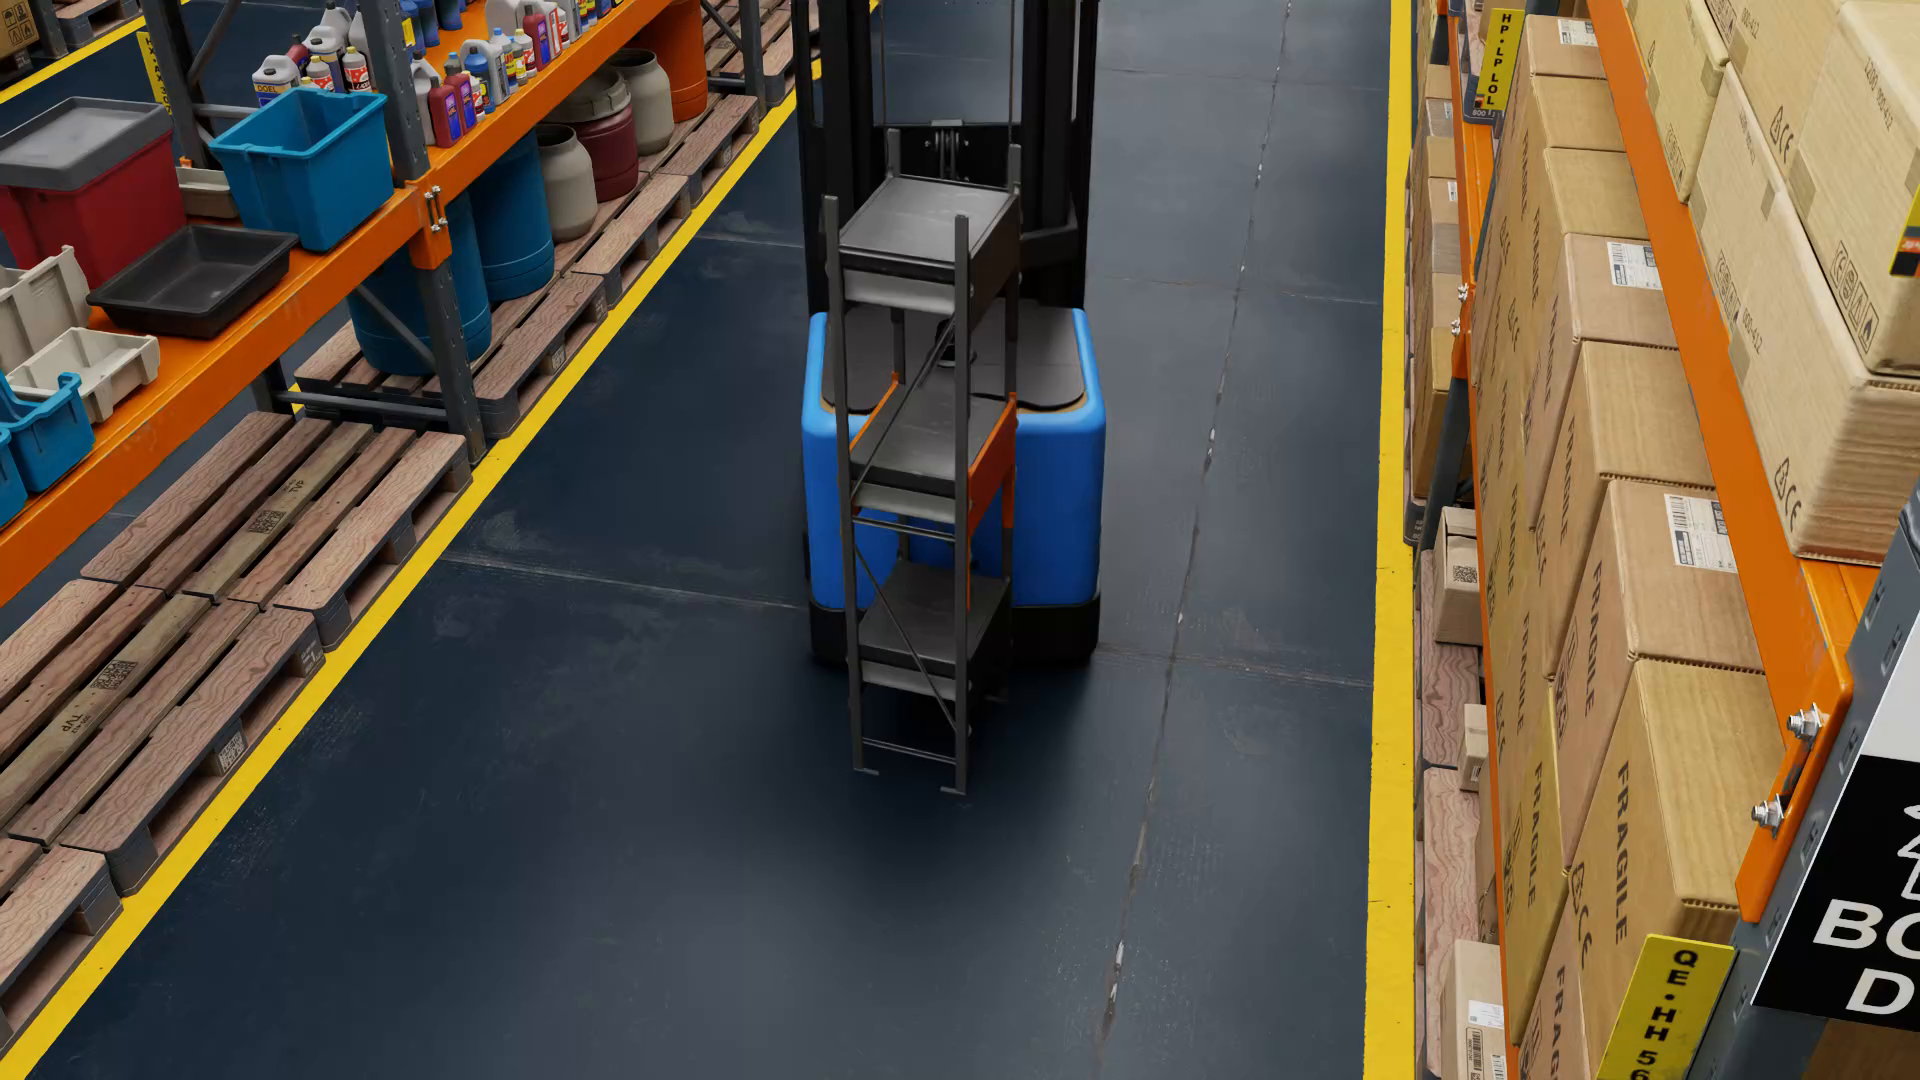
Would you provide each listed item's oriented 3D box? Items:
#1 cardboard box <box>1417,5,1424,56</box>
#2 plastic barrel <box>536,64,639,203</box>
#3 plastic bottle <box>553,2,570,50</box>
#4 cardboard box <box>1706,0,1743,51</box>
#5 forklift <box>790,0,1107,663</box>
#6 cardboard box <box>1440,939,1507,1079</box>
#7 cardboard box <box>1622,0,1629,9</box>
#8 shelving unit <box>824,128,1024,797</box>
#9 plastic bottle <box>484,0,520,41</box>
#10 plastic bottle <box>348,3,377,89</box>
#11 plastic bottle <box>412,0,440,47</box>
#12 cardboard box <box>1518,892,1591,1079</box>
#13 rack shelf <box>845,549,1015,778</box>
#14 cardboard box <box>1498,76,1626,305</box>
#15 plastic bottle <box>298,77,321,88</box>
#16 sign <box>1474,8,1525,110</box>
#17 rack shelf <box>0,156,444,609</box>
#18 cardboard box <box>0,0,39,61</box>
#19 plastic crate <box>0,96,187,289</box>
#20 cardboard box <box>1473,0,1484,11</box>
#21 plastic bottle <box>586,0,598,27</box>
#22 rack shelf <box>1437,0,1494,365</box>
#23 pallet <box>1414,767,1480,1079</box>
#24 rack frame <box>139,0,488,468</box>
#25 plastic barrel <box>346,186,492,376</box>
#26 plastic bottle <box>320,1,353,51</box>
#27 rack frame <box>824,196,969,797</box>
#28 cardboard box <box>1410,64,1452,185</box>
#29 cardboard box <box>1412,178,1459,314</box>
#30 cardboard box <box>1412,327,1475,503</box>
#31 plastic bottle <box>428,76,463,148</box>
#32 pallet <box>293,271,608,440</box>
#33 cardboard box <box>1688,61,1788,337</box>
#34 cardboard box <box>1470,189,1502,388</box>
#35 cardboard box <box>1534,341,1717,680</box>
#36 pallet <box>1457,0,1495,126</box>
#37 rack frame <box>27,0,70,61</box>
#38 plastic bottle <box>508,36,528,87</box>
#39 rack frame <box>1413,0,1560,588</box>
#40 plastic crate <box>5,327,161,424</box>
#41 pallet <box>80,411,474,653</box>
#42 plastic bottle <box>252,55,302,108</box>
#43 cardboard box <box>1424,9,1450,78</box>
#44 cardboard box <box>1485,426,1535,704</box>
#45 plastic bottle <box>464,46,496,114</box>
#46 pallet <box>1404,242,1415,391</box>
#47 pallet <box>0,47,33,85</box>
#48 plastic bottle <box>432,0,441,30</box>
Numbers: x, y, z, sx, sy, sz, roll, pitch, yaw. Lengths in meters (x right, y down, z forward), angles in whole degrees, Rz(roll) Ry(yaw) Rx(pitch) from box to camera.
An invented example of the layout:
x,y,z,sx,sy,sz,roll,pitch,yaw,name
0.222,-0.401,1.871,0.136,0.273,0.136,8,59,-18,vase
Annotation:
x,y,z,sx,sy,sz,roll,pitch,yaw,name
3.216,-3.268,10.688,0.500,0.250,0.500,8,37,11,cardboard box
-2.043,-2.181,8.901,0.600,0.588,0.708,7,37,10,plastic barrel
-1.847,-2.356,7.614,0.097,0.201,0.097,0,36,0,plastic bottle
1.494,-0.964,2.670,0.500,0.250,0.500,7,37,10,cardboard box
-0.063,-1.580,6.432,1.130,2.935,3.031,-1,36,-1,forklift
1.524,1.343,4.309,0.500,0.250,0.500,7,37,10,cardboard box
1.706,-1.335,3.608,0.500,0.250,0.500,7,37,10,cardboard box
-0.093,-0.166,5.190,0.431,2.100,0.503,11,37,15,shelving unit
-2.048,-2.342,7.531,0.152,0.276,0.135,7,37,10,plastic bottle
-2.550,-2.155,7.209,0.144,0.351,0.185,7,37,10,plastic bottle
-2.459,-2.410,7.628,0.097,0.271,0.097,0,36,0,plastic bottle
1.246,0.960,2.784,0.500,0.500,0.500,8,37,11,cardboard box
-0.093,0.412,5.609,0.431,0.518,0.480,11,37,15,rack shelf
1.785,-0.916,4.521,0.500,0.500,0.500,6,36,9,cardboard box
-2.674,-1.806,6.855,0.097,0.201,0.097,0,36,0,plastic bottle
1.727,-1.538,5.329,0.100,0.325,0.005,7,37,10,sign
-2.995,-0.187,5.065,1.077,0.370,4.000,7,37,10,rack shelf
-6.720,-3.455,10.414,1.225,0.875,0.875,6,36,8,cardboard box
-3.004,-1.194,5.736,0.402,0.464,0.583,7,37,10,plastic crate
2.719,-2.630,7.379,0.700,0.500,0.500,14,38,19,cardboard box
-1.777,-2.573,7.853,0.097,0.271,0.097,0,36,0,plastic bottle
2.698,-1.857,7.369,1.077,0.370,4.000,7,37,10,rack shelf
1.864,1.223,4.883,1.003,0.211,1.213,7,37,10,pallet
-2.568,-1.625,6.436,1.000,3.000,0.127,7,37,10,rack frame
-2.435,-1.255,7.355,0.600,0.901,0.708,7,37,10,plastic barrel
-2.691,-2.173,7.234,0.144,0.351,0.185,7,37,10,plastic bottle
-0.169,-0.030,5.002,0.400,2.100,0.015,11,37,15,rack frame
2.748,-2.236,9.034,0.500,0.500,0.500,9,37,12,cardboard box
2.424,-1.348,7.809,0.500,0.500,0.500,6,36,8,cardboard box
2.096,-0.486,6.620,0.500,0.500,0.500,7,37,10,cardboard box
-2.073,-1.734,6.686,0.061,0.283,0.133,7,37,10,plastic bottle
-2.362,-0.933,7.857,1.003,0.211,1.213,7,37,10,pallet
1.386,-0.475,2.421,0.500,0.250,0.500,7,37,10,cardboard box
1.895,-0.784,5.191,0.500,0.500,0.500,8,37,11,cardboard box
1.456,-0.031,3.299,0.500,0.500,0.500,8,37,11,cardboard box
2.714,-2.102,7.257,1.003,0.211,1.213,7,37,10,pallet
-6.552,-4.539,10.456,1.000,3.000,0.127,7,37,10,rack frame
-1.946,-2.090,7.248,0.097,0.201,0.097,0,36,0,plastic bottle
2.270,-1.002,5.576,1.000,3.000,0.127,7,37,10,rack frame
-2.646,-0.506,5.066,0.293,0.136,0.466,7,37,10,plastic crate
-2.687,-0.069,6.666,1.003,0.211,1.213,7,37,10,pallet
-2.799,-1.841,6.840,0.152,0.276,0.135,7,37,10,plastic bottle
2.996,-2.910,9.716,0.500,0.311,0.500,8,37,11,cardboard box
1.573,0.088,3.987,0.500,0.500,0.500,7,36,9,cardboard box
-2.017,-1.930,6.967,0.097,0.271,0.097,0,36,0,plastic bottle
2.666,-1.045,8.012,1.003,0.211,1.213,7,37,10,pallet
-6.794,-2.967,10.664,1.003,0.211,1.213,7,37,10,pallet
-2.535,-2.550,7.817,0.152,0.276,0.135,7,37,10,plastic bottle
